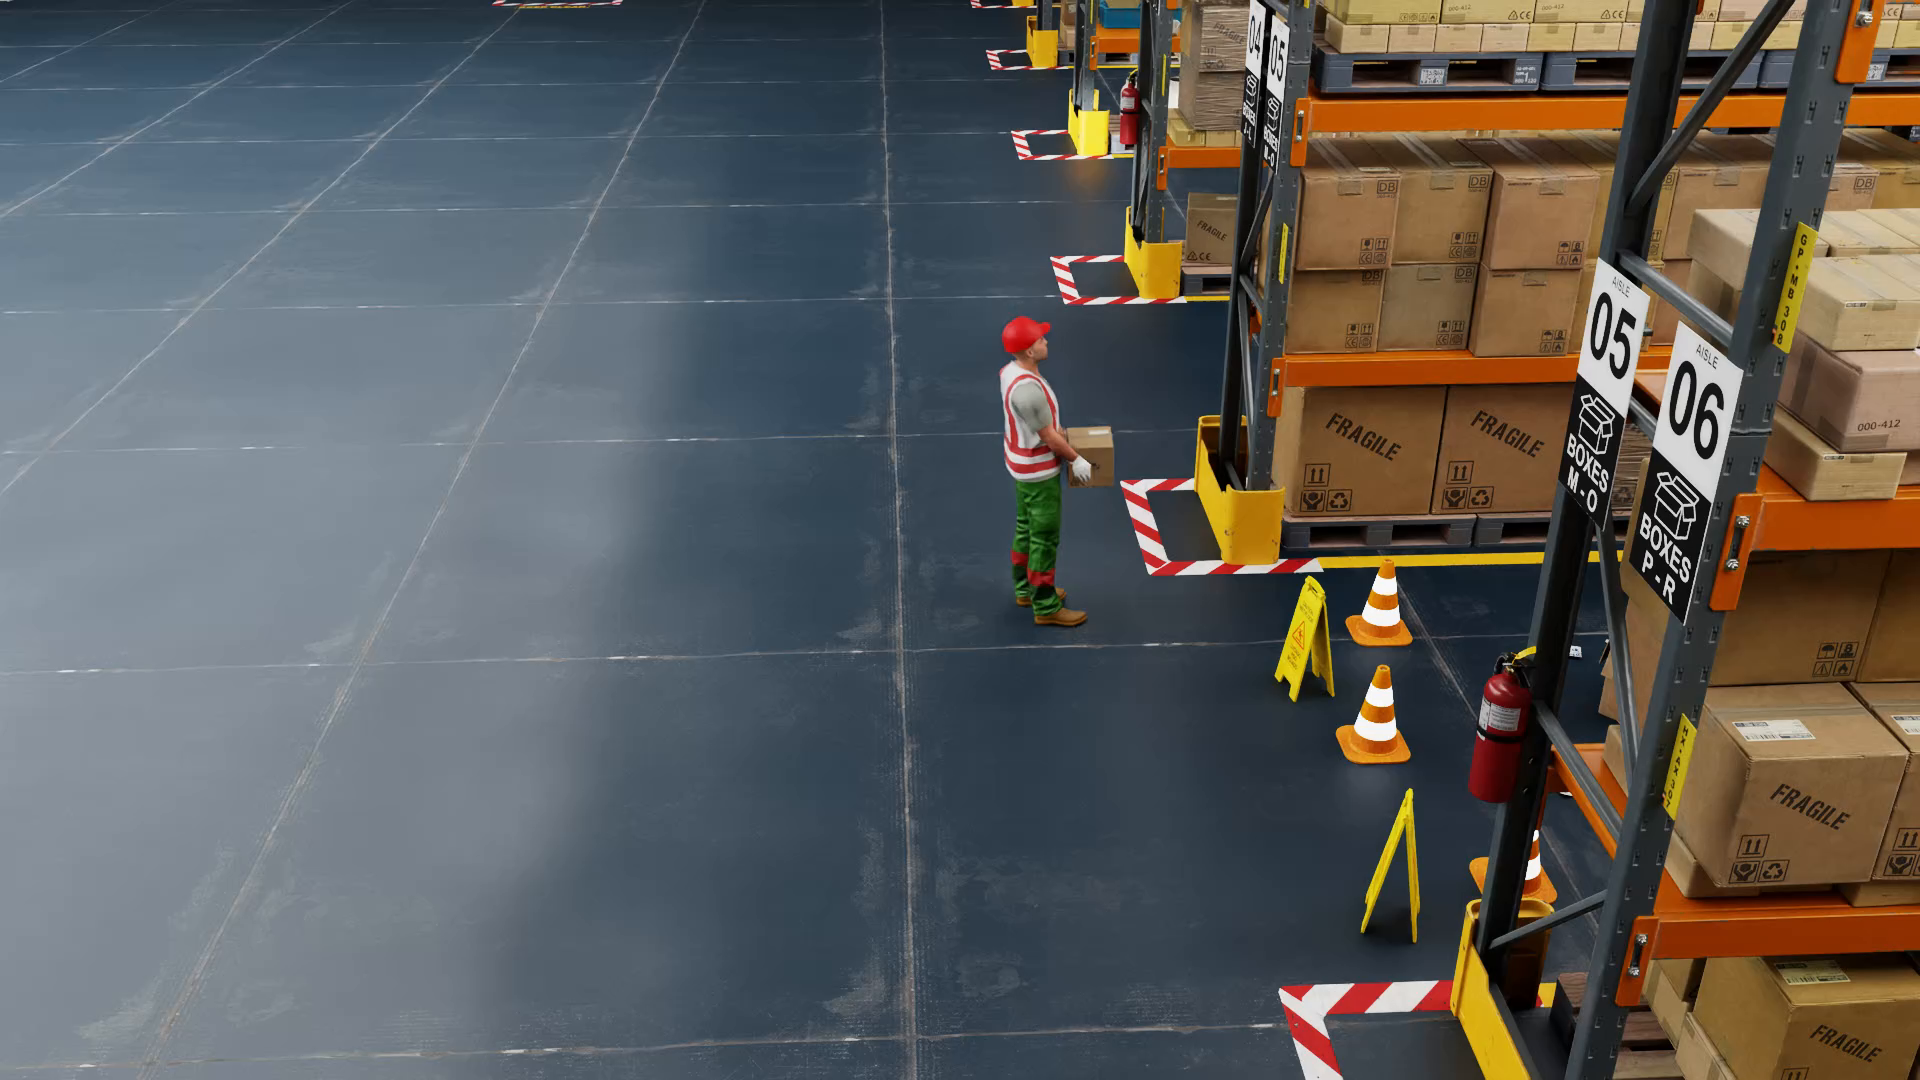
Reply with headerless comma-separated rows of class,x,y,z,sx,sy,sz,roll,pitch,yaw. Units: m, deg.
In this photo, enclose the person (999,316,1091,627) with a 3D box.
person,0.494,-0.401,9.368,0.536,1.790,0.536,-4,28,-7
